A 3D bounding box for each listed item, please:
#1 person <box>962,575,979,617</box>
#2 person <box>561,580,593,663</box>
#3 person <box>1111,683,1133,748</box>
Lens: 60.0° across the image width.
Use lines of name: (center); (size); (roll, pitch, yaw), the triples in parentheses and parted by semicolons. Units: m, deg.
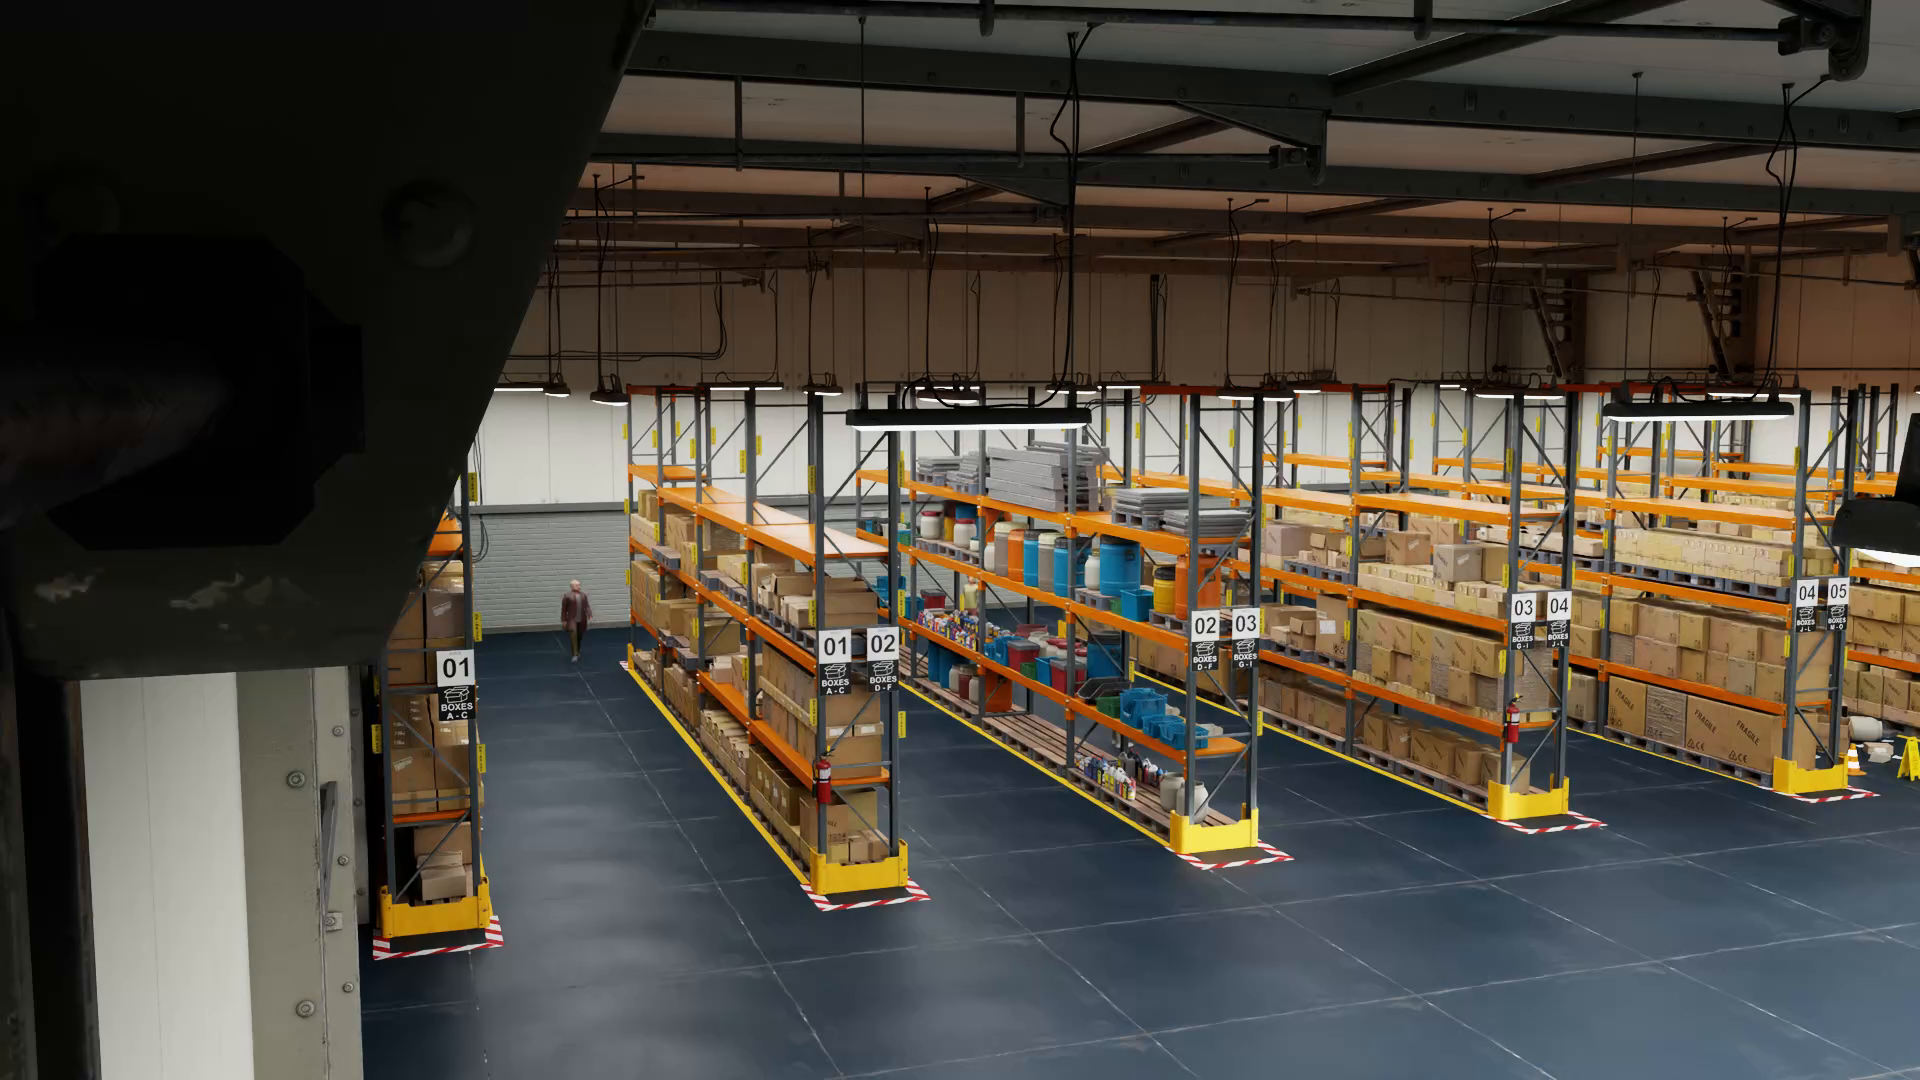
person: (0.220, 1.595, 38.017); (0.505, 1.713, 0.423); (3, 7, 30)
person: (-8.243, 1.743, 35.858); (0.665, 1.730, 1.086); (-3, 7, -26)
person: (2.738, 2.652, 27.828); (0.400, 1.713, 0.512); (-4, 7, -31)
